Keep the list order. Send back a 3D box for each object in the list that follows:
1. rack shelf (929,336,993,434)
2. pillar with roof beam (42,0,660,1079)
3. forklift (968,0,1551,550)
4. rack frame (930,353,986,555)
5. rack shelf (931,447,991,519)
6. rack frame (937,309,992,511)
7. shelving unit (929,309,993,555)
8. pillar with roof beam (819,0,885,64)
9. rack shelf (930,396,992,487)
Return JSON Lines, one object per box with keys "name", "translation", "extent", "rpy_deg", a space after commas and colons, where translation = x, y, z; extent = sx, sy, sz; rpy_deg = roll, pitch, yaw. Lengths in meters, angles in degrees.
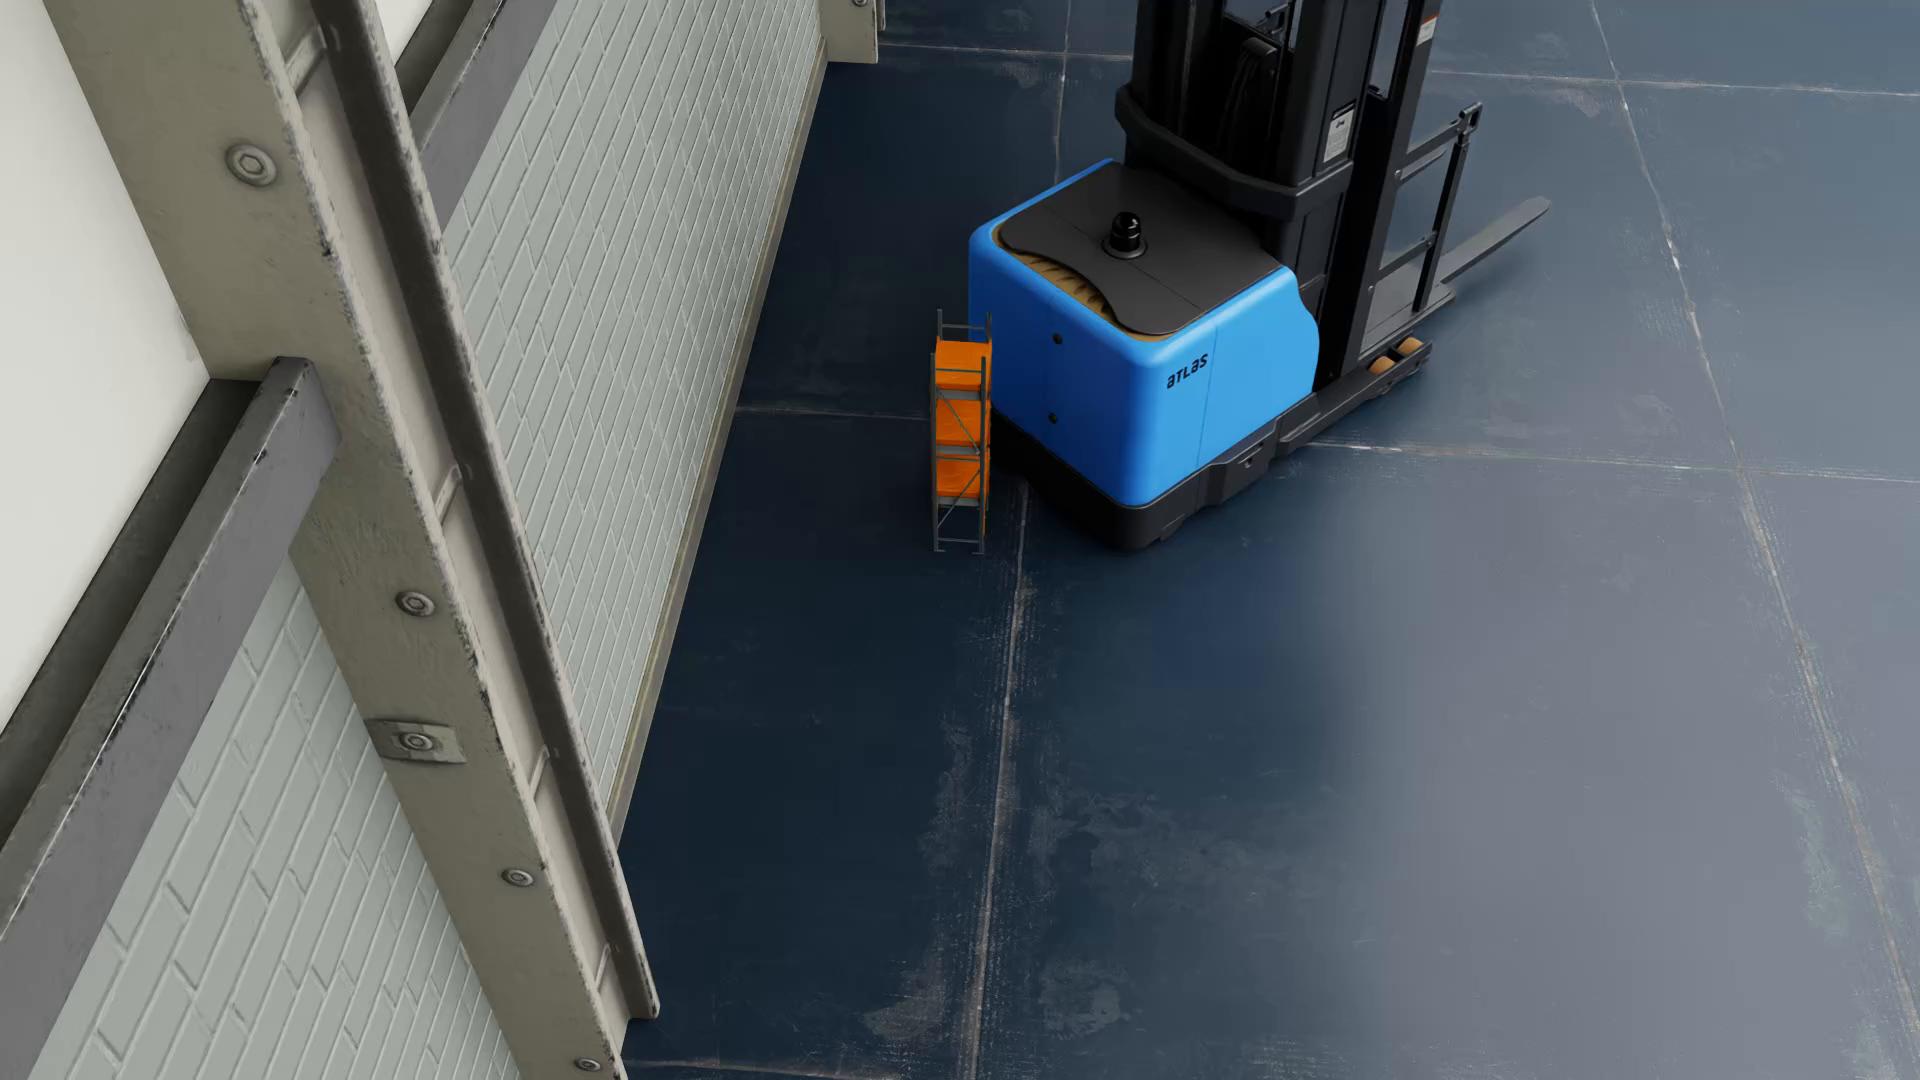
{"name": "rack shelf", "translation": [0.005, -0.578, 6.197], "extent": [0.215, 0.259, 0.240], "rpy_deg": [4, 48, 4]}
{"name": "pillar with roof beam", "translation": [3.146, -1.116, 1.672], "extent": [9.100, 9.000, 0.400], "rpy_deg": [4, 48, 4]}
{"name": "forklift", "translation": [1.458, -1.894, 6.496], "extent": [3.031, 2.935, 1.130], "rpy_deg": [-33, 55, -26]}
{"name": "rack frame", "translation": [-0.006, -0.304, 6.317], "extent": [0.200, 1.050, 0.008], "rpy_deg": [4, 48, 4]}
{"name": "rack shelf", "translation": [0.005, -0.199, 6.611], "extent": [0.215, 0.259, 0.240], "rpy_deg": [4, 48, 4]}
{"name": "rack frame", "translation": [0.016, -0.483, 6.481], "extent": [0.200, 1.050, 0.008], "rpy_deg": [4, 48, 4]}
{"name": "shelving unit", "translation": [0.005, -0.394, 6.399], "extent": [0.215, 1.050, 0.252], "rpy_deg": [4, 48, 4]}
{"name": "pillar with roof beam", "translation": [3.693, -5.525, 5.705], "extent": [9.100, 9.000, 0.400], "rpy_deg": [4, 48, 4]}
{"name": "rack shelf", "translation": [0.005, -0.386, 6.406], "extent": [0.215, 0.259, 0.240], "rpy_deg": [4, 48, 4]}
